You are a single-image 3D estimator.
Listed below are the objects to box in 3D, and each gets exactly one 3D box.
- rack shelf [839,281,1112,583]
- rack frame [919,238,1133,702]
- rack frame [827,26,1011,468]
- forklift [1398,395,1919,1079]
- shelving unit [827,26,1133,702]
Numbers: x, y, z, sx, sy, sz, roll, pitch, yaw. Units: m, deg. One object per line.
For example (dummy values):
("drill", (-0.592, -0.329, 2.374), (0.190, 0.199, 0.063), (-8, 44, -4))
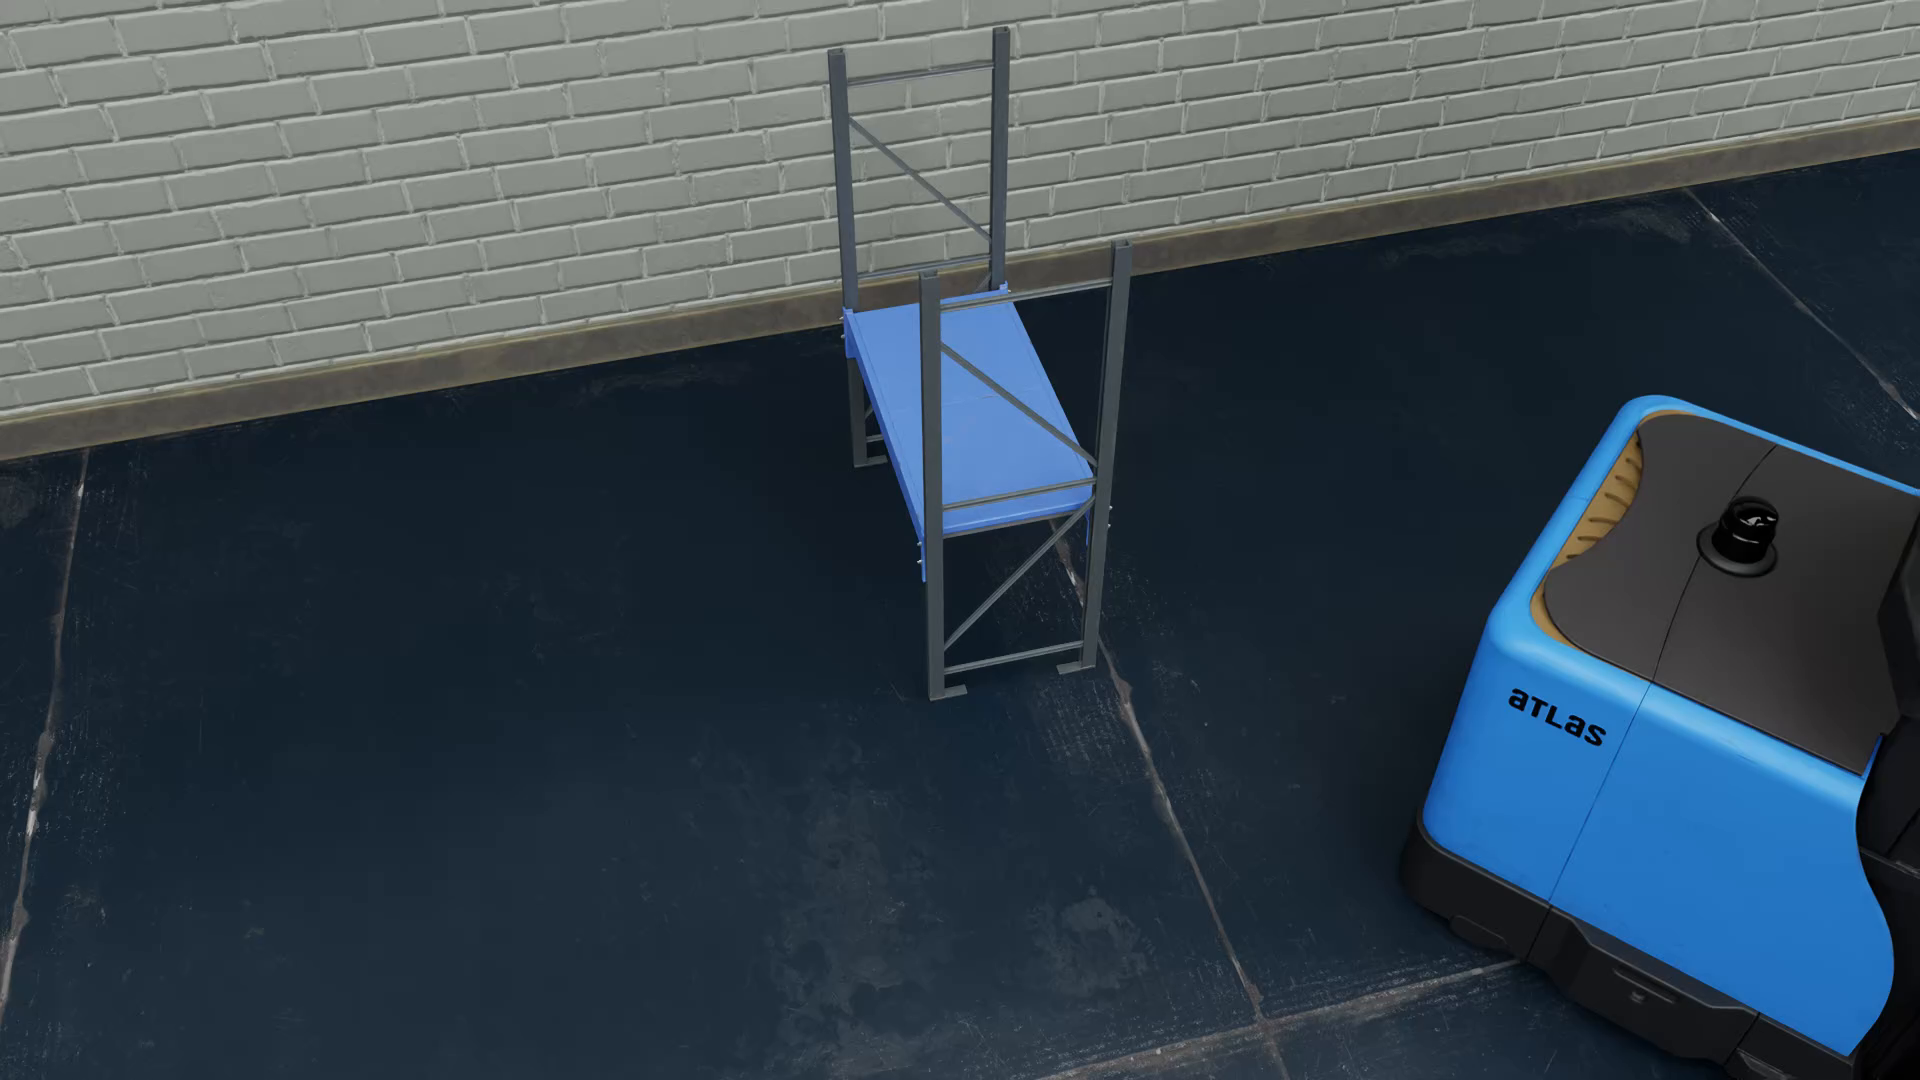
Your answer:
("rack shelf", (0.022, -0.340, 4.785), (0.538, 0.185, 1.000), (-11, 47, -10))
("rack frame", (0.152, -0.115, 4.313), (0.500, 1.500, 0.032), (-11, 47, -10))
("rack frame", (-0.108, -0.817, 5.001), (0.500, 1.500, 0.032), (-11, 47, -10))
("forklift", (2.634, 0.226, 2.976), (3.031, 2.935, 1.130), (27, 51, 24))
("shelving unit", (0.022, -0.466, 4.657), (0.538, 1.500, 1.048), (-11, 47, -10))
